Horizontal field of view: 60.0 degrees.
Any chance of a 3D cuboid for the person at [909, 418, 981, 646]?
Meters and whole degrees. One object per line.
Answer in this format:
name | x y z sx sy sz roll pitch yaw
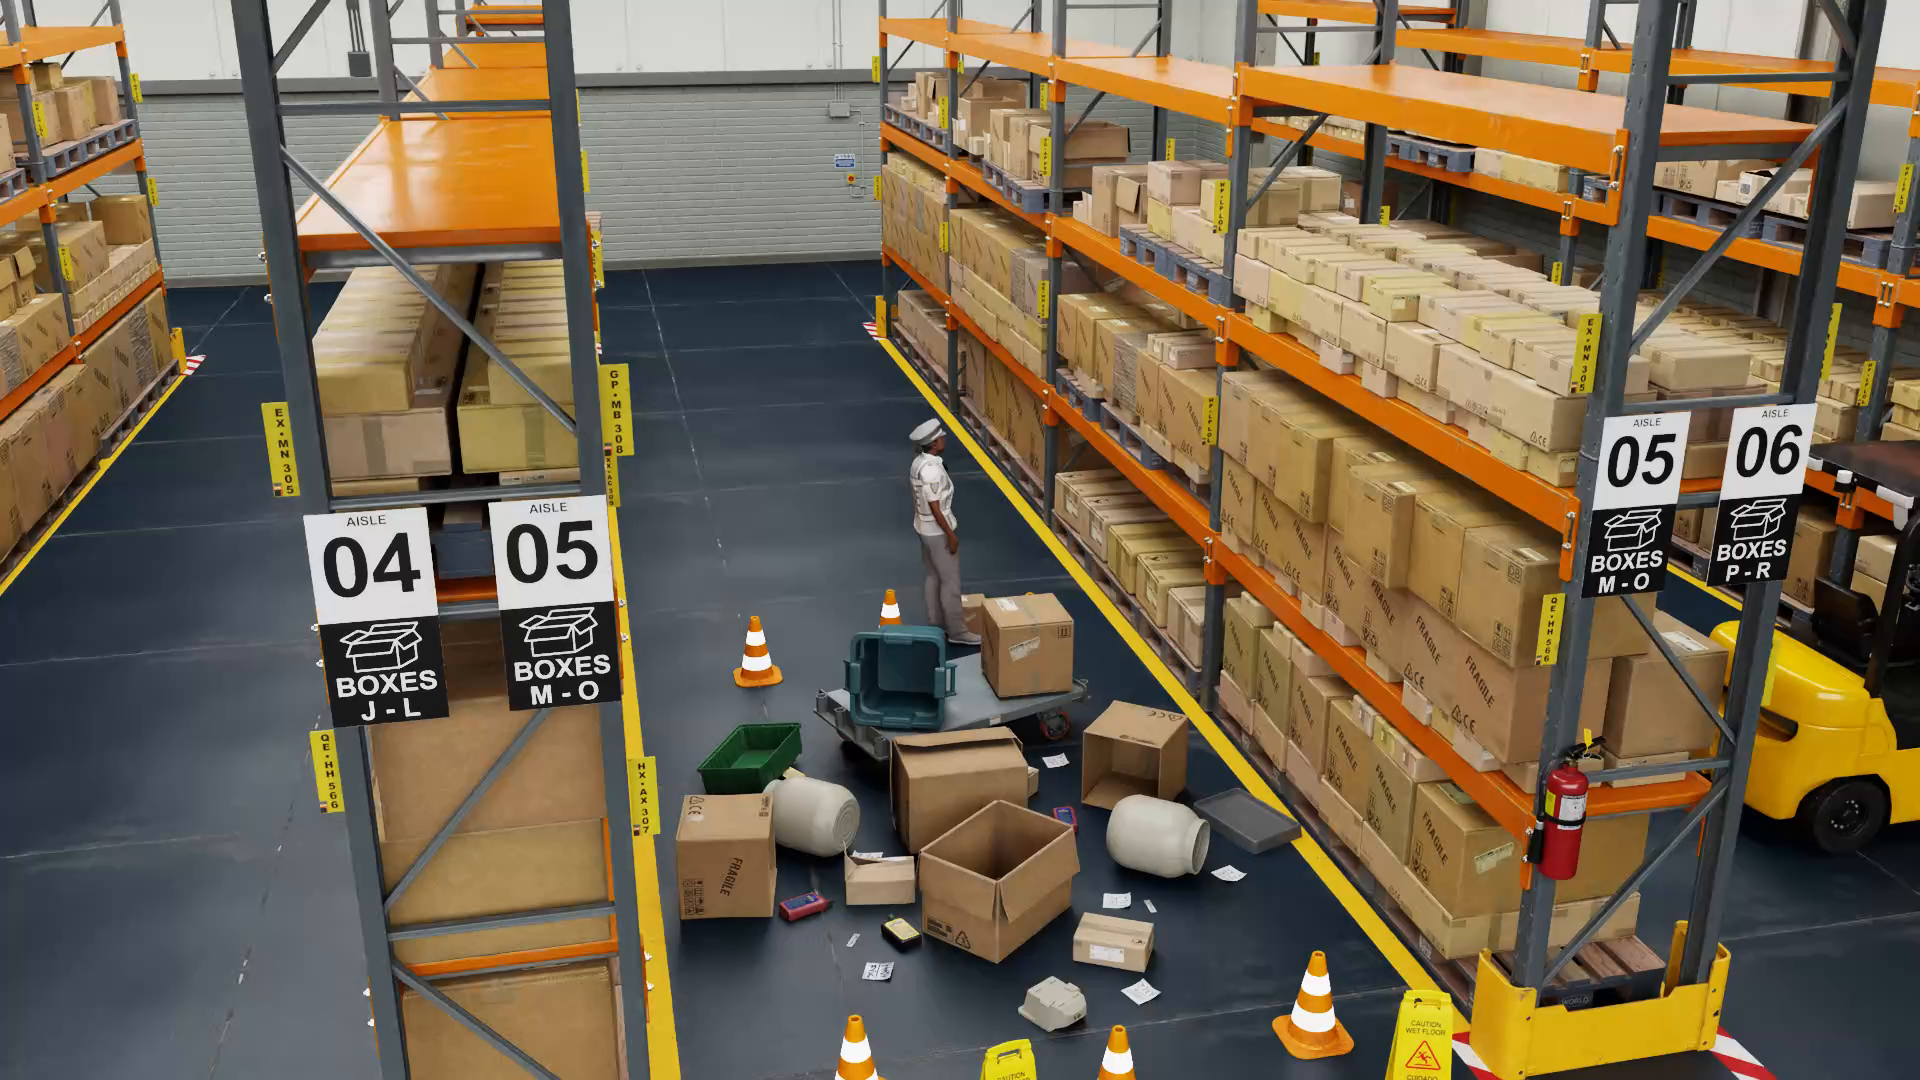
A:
person | -0.102 -0.077 12.483 0.530 1.696 0.566 -5 20 -12
